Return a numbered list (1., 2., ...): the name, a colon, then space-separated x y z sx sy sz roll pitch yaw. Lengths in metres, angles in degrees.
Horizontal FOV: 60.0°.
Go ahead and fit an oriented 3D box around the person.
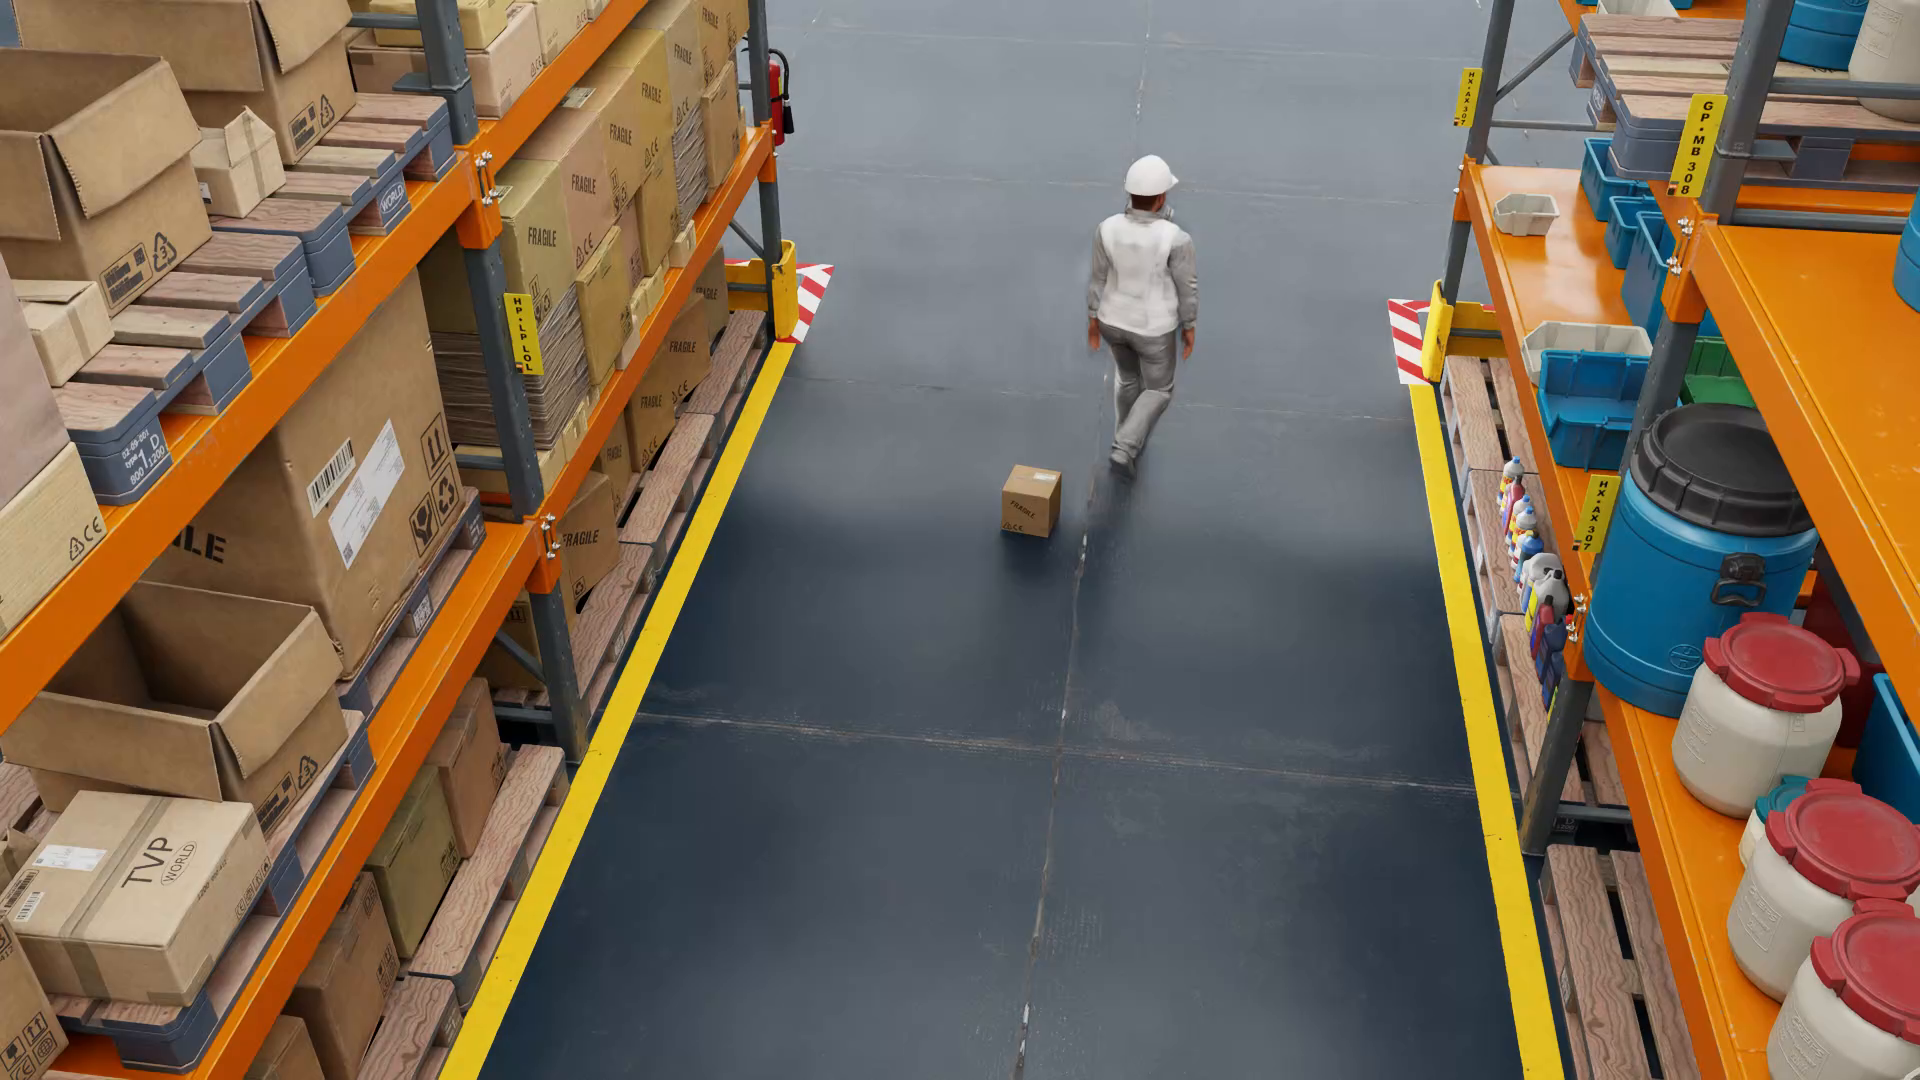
1. person: 0.925 -1.113 8.539 0.567 1.746 0.786 17 39 22
